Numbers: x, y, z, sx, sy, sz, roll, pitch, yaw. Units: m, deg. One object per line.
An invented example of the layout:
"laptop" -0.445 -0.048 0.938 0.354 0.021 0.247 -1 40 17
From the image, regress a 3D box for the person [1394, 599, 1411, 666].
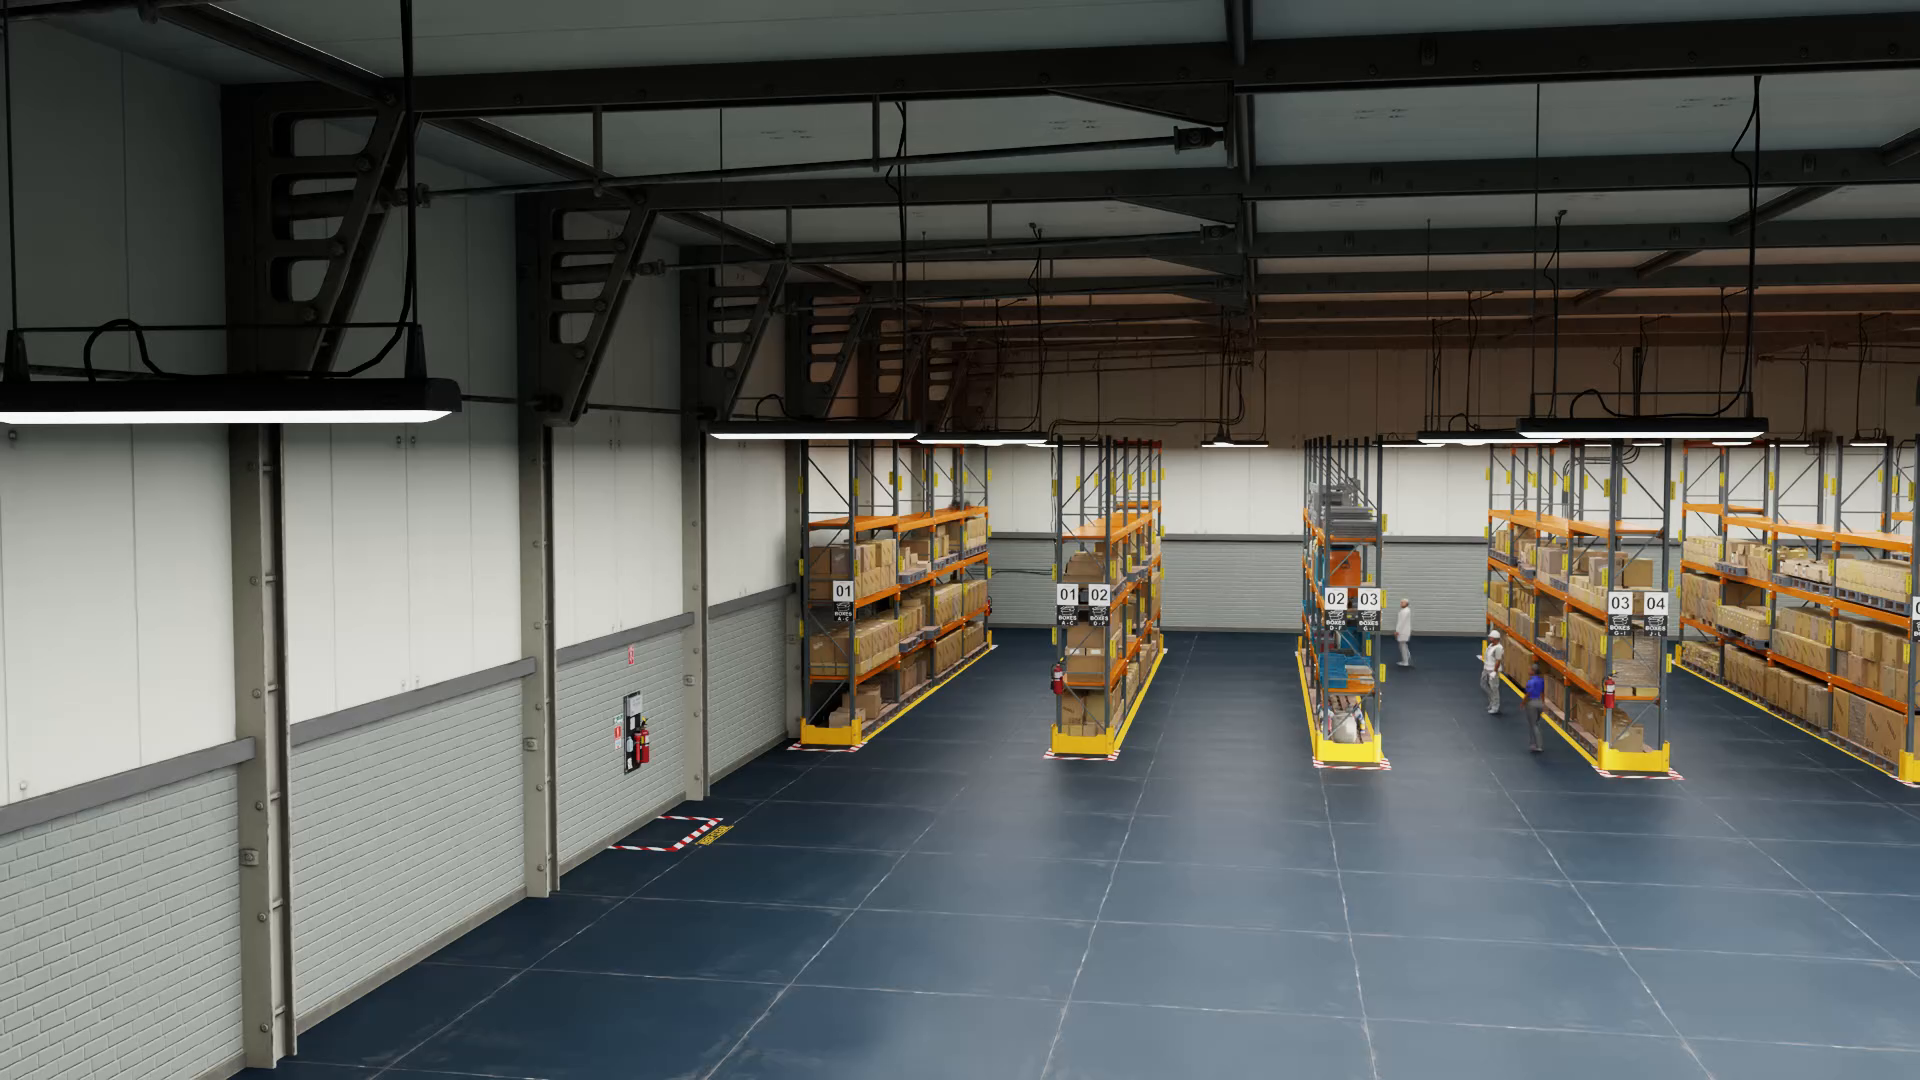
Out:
"person" 11.731 2.459 44.061 0.598 1.820 0.490 -2 4 -36

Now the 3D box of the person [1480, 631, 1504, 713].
"person" 11.619 2.863 36.294 0.426 1.788 0.654 0 3 -9

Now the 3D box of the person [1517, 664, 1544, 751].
"person" 10.891 3.211 31.637 0.499 1.719 0.594 -1 3 -24
